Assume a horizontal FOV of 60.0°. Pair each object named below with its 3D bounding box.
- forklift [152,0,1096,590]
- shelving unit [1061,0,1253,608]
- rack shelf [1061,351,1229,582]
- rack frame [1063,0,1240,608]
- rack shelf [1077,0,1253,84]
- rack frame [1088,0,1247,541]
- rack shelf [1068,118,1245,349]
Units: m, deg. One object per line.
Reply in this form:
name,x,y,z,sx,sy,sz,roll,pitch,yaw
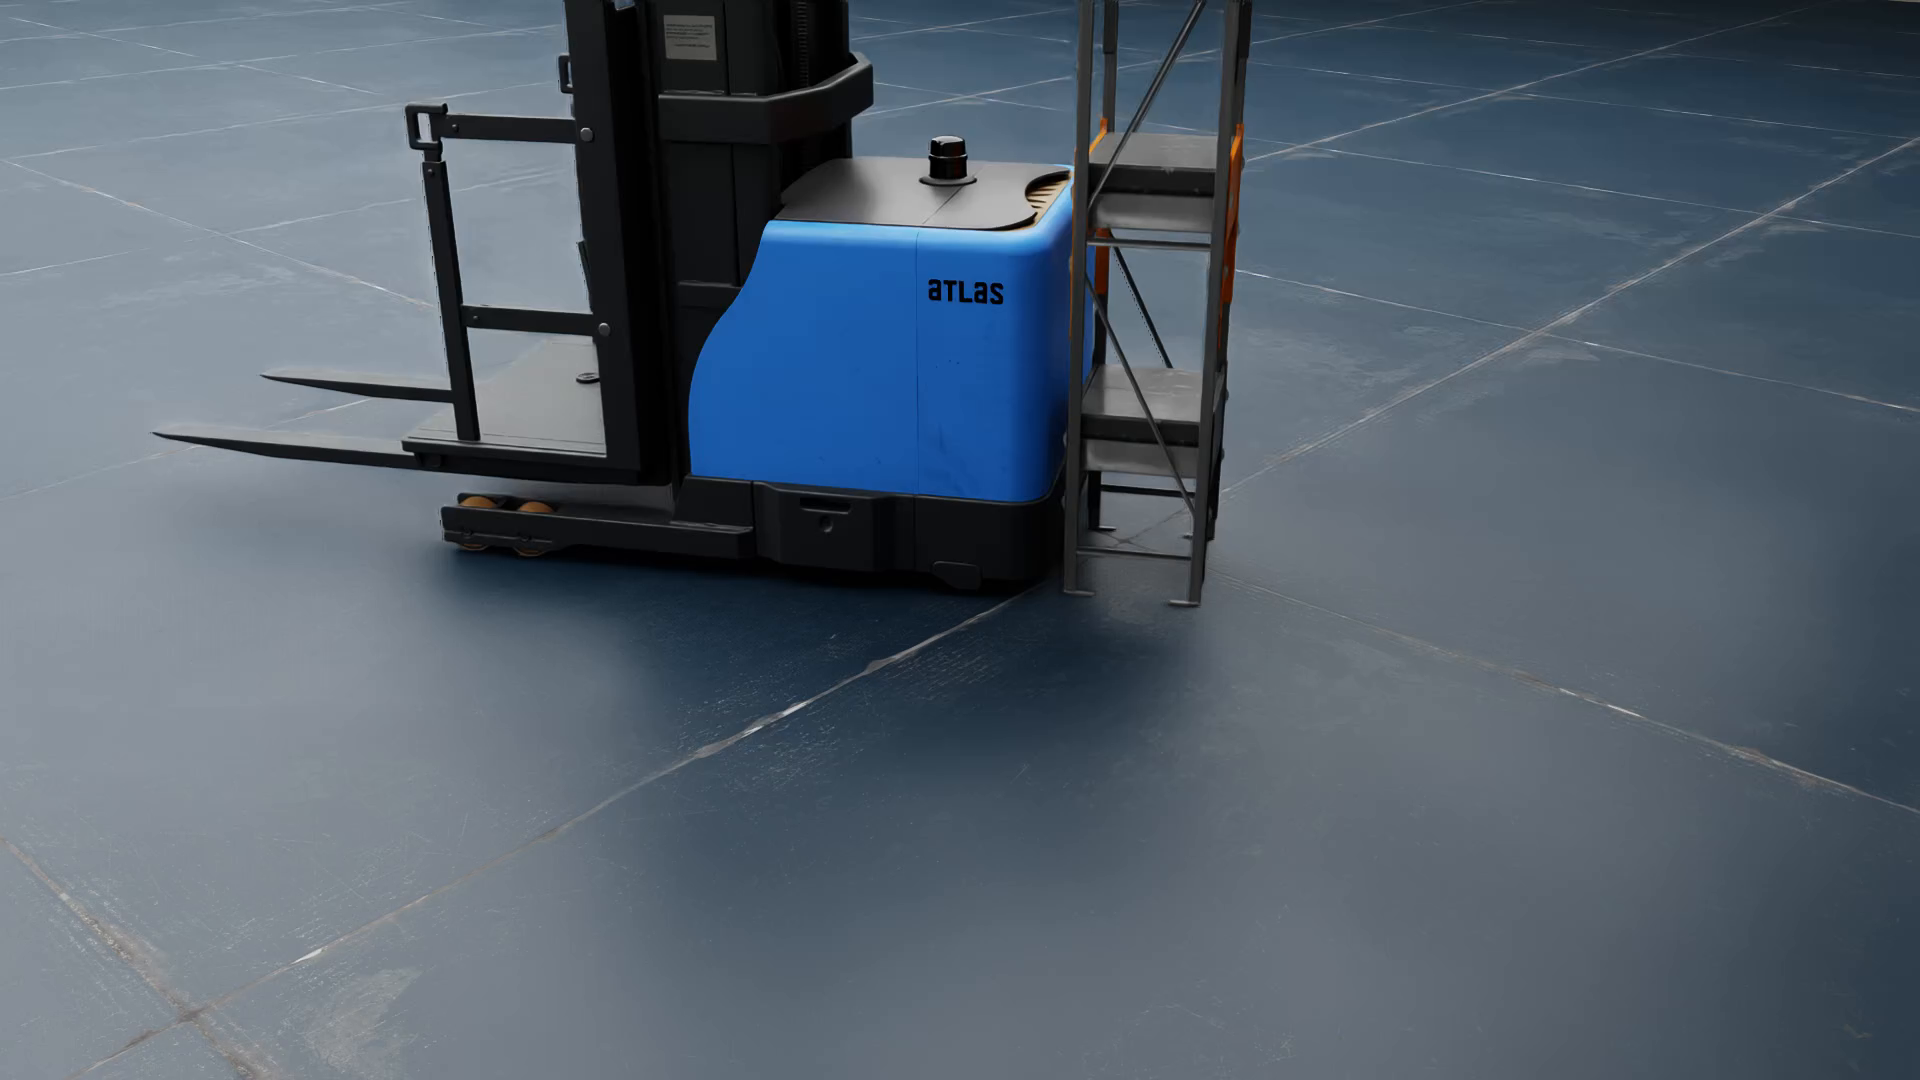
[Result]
forklift,-1.125,-1.489,4.988,3.031,2.935,1.130,5,25,11
shelving unit,0.554,-0.879,4.644,0.431,2.100,0.503,5,25,11
rack shelf,0.554,-0.228,4.936,0.431,0.518,0.480,5,25,11
rack frame,0.501,-0.781,4.426,0.400,2.100,0.015,5,25,11
rack shelf,0.554,-1.505,4.363,0.431,0.518,0.480,5,25,11
rack frame,0.607,-0.976,4.861,0.400,2.100,0.015,5,25,11
rack shelf,0.554,-0.866,4.649,0.431,0.518,0.480,5,25,11
